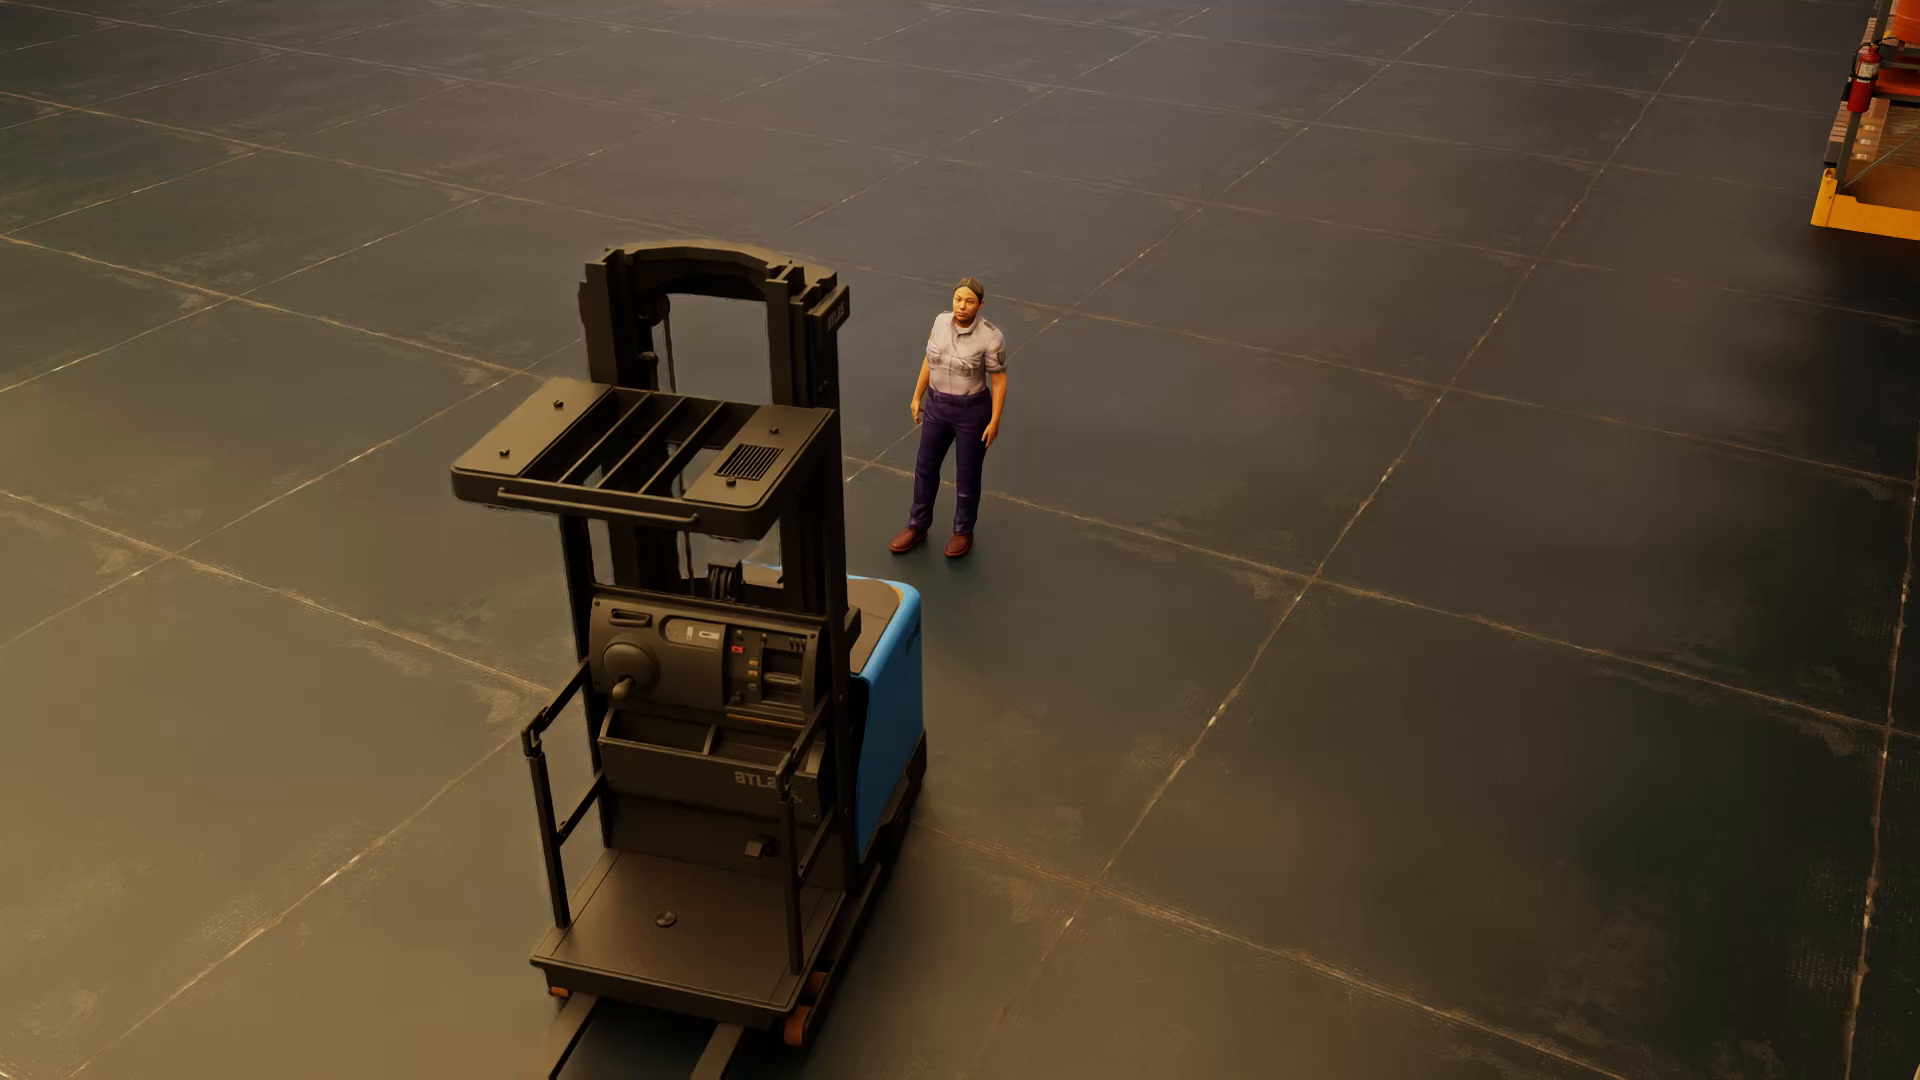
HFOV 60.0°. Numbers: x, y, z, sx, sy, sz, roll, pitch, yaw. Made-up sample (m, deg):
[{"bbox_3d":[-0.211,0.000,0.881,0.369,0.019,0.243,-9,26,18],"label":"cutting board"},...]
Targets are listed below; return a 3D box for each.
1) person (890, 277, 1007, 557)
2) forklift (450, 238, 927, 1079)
[{"bbox_3d":[-0.063,-0.687,9.529,0.598,1.651,0.503,15,33,25],"label":"person"},{"bbox_3d":[-1.037,0.508,6.190,1.130,2.935,3.031,8,31,13],"label":"forklift"}]
